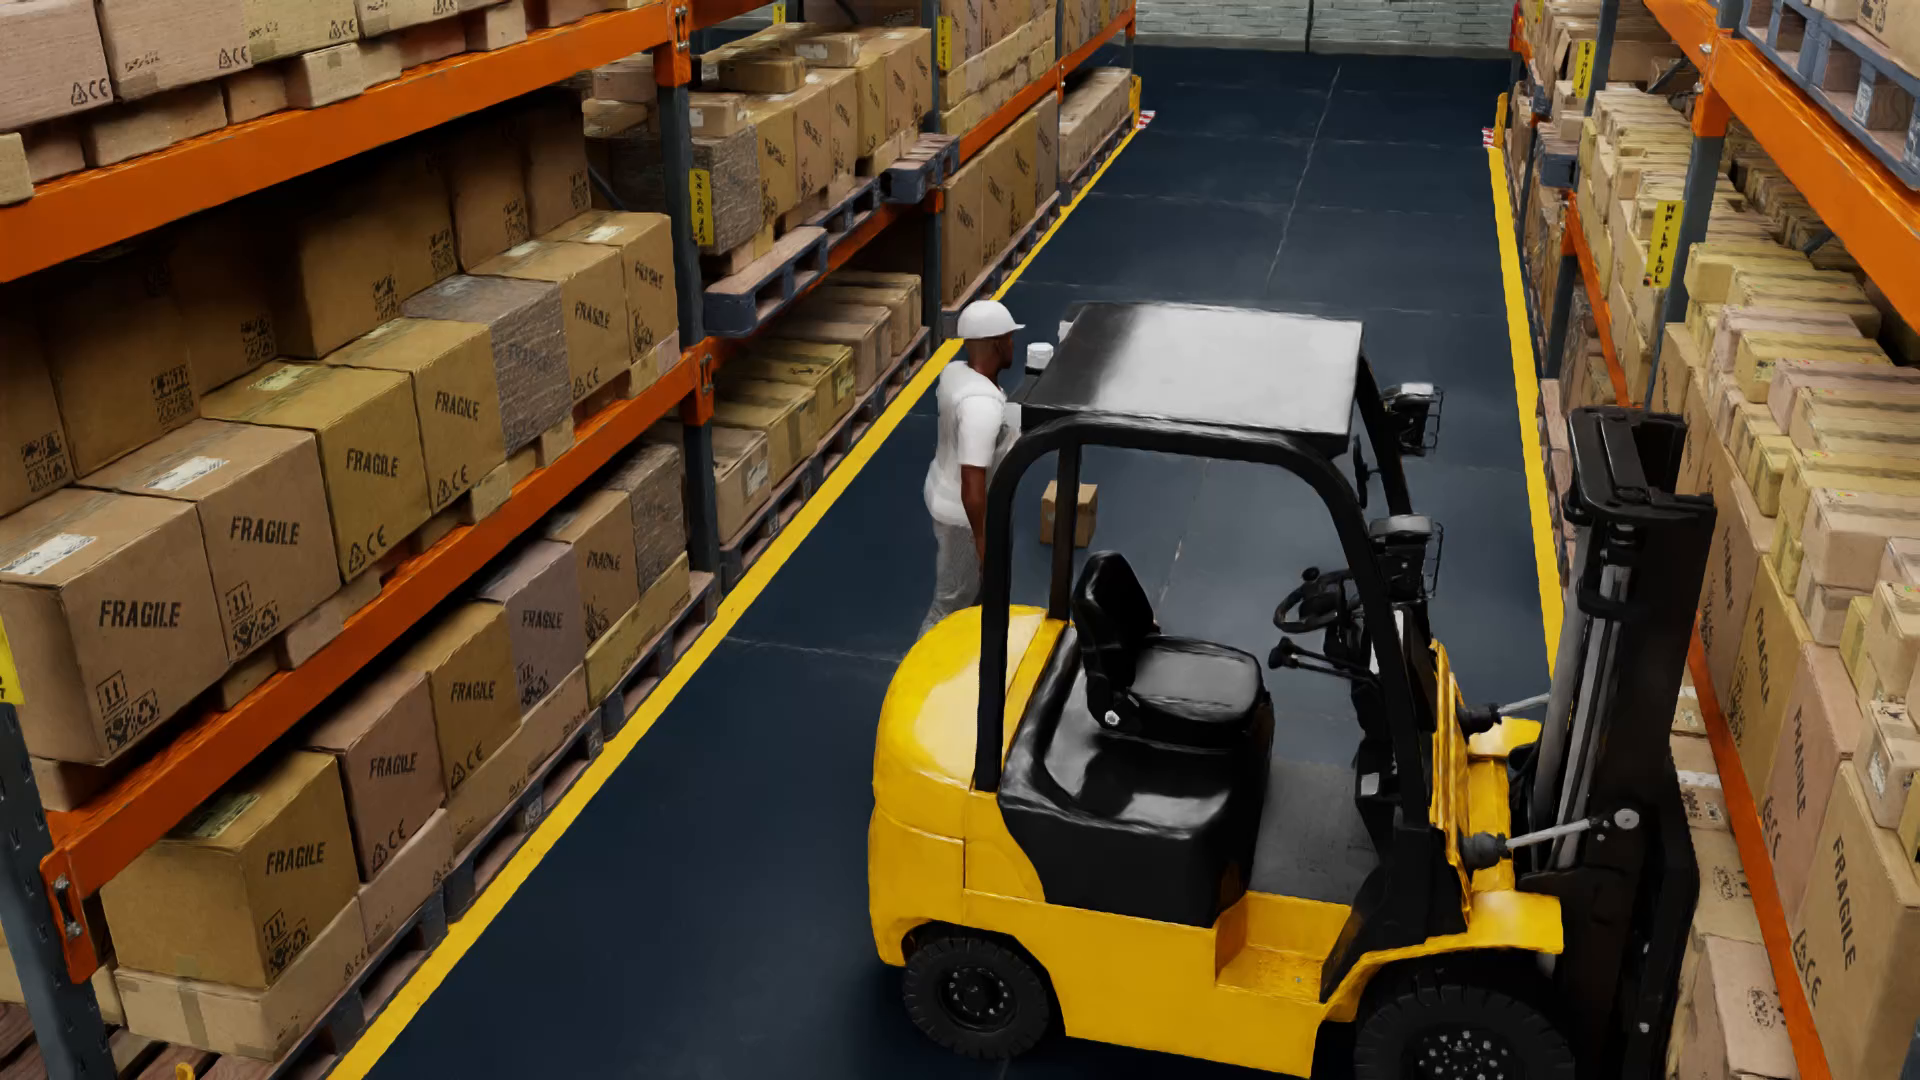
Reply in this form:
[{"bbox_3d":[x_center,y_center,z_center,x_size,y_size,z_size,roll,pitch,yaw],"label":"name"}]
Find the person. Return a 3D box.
[{"bbox_3d":[0.055,-0.453,6.681,0.414,1.038,0.732,-3,25,-7],"label":"person"}]
